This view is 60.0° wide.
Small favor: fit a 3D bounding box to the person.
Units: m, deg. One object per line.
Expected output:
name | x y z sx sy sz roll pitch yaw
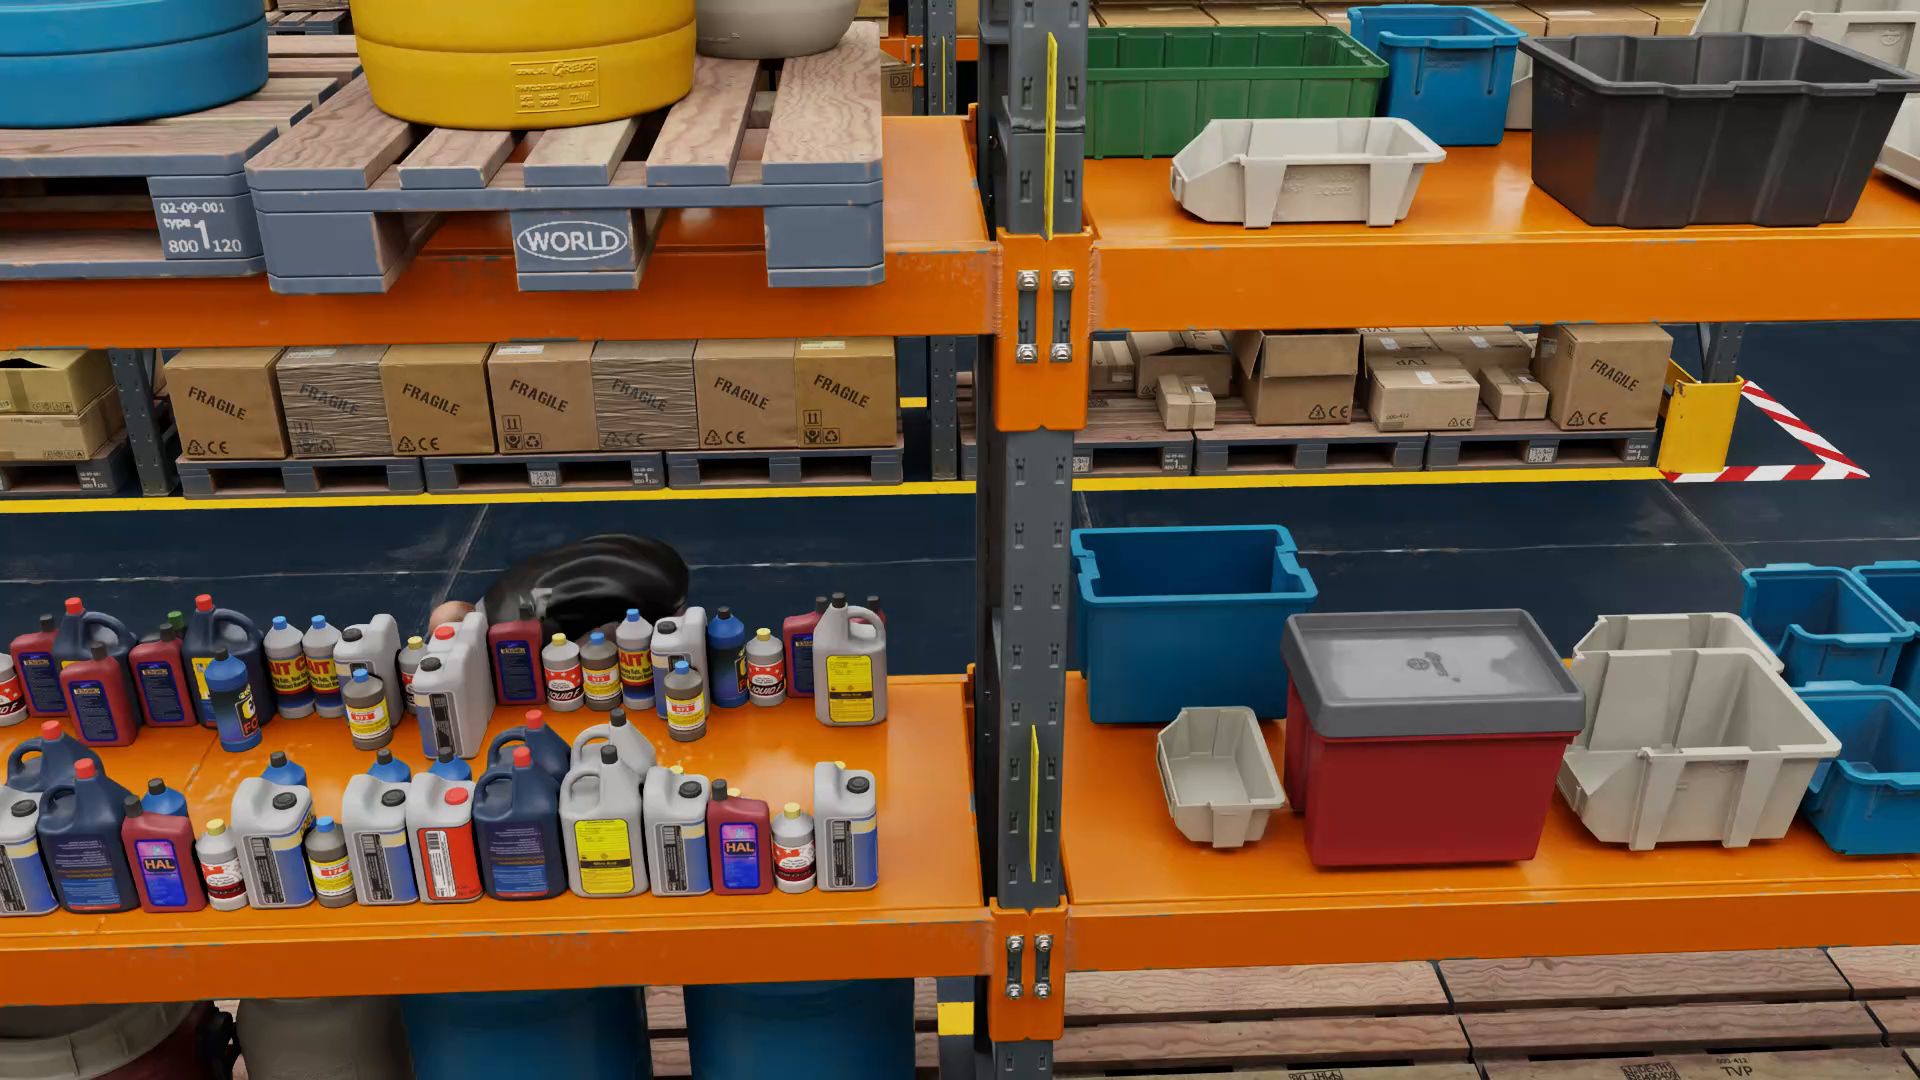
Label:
person | -1.468 0.438 6.199 0.947 0.899 0.519 -3 27 -5
